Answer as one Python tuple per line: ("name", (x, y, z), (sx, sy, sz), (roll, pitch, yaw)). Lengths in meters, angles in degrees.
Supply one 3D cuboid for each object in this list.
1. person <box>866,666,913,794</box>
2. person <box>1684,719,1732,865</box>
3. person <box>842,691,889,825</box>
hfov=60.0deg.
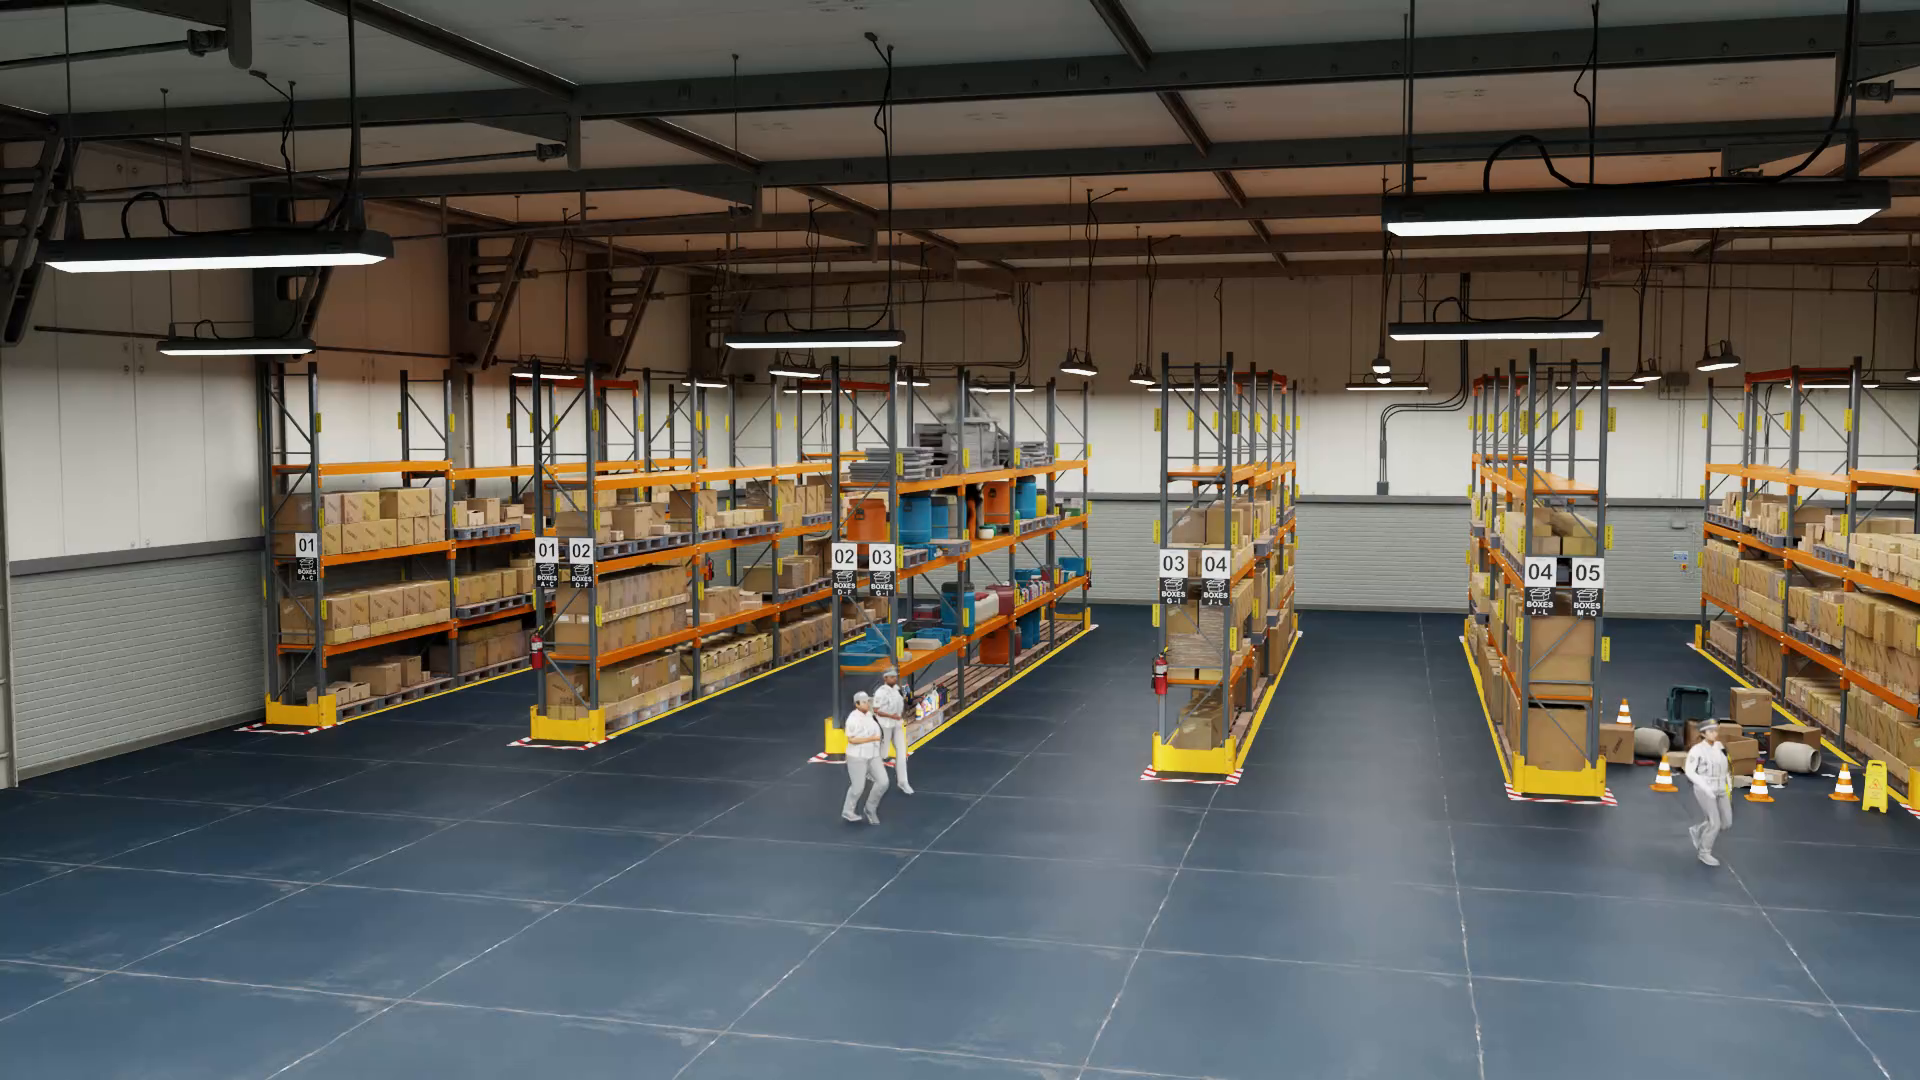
("person", (-0.976, 2.565, 22.696), (0.886, 1.718, 0.594), (4, 6, 44))
("person", (8.531, 2.849, 18.960), (0.619, 1.667, 0.508), (-2, 4, -22))
("person", (-1.176, 2.731, 20.685), (0.660, 1.701, 0.583), (3, 5, 39))
